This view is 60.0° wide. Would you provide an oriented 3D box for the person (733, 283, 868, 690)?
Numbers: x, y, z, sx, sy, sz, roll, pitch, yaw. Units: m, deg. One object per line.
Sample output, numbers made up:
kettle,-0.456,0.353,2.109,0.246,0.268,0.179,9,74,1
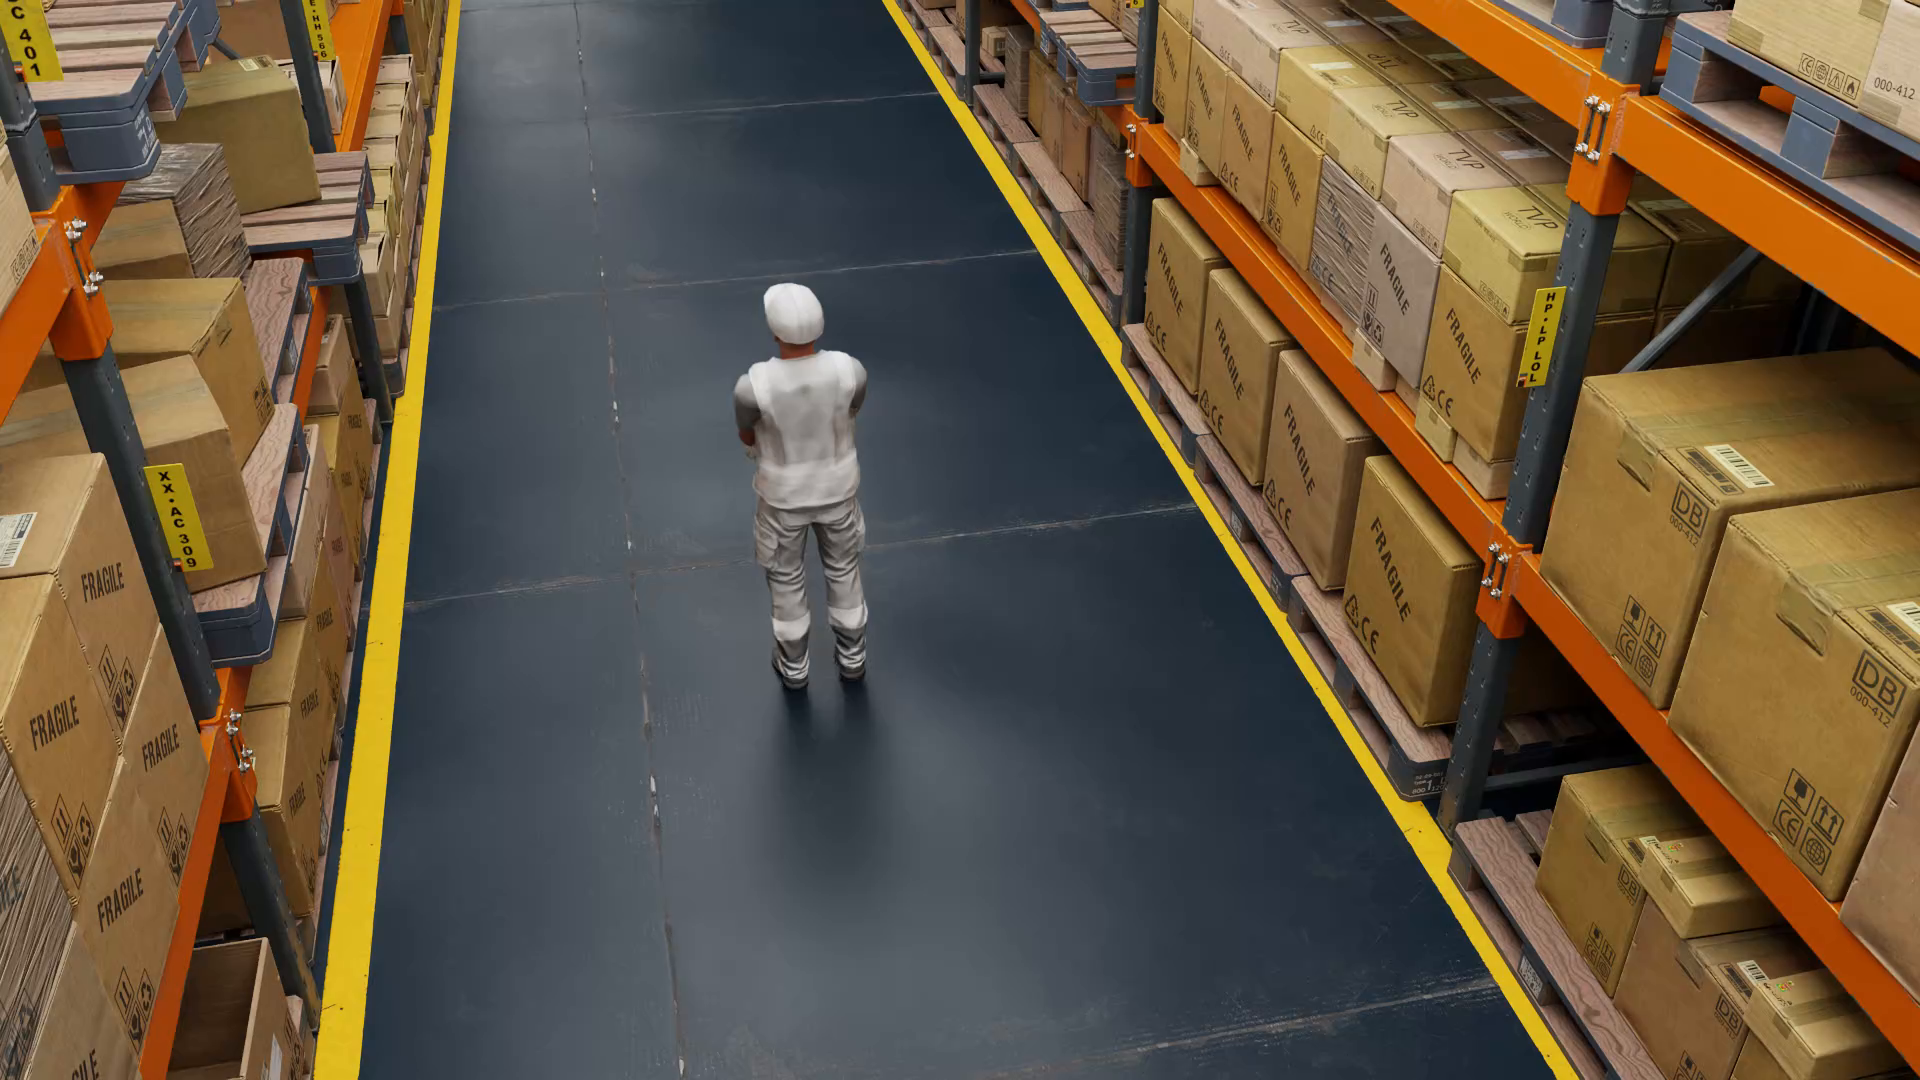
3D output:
person,-0.625,-0.238,6.473,0.504,1.790,0.559,-10,35,-14
